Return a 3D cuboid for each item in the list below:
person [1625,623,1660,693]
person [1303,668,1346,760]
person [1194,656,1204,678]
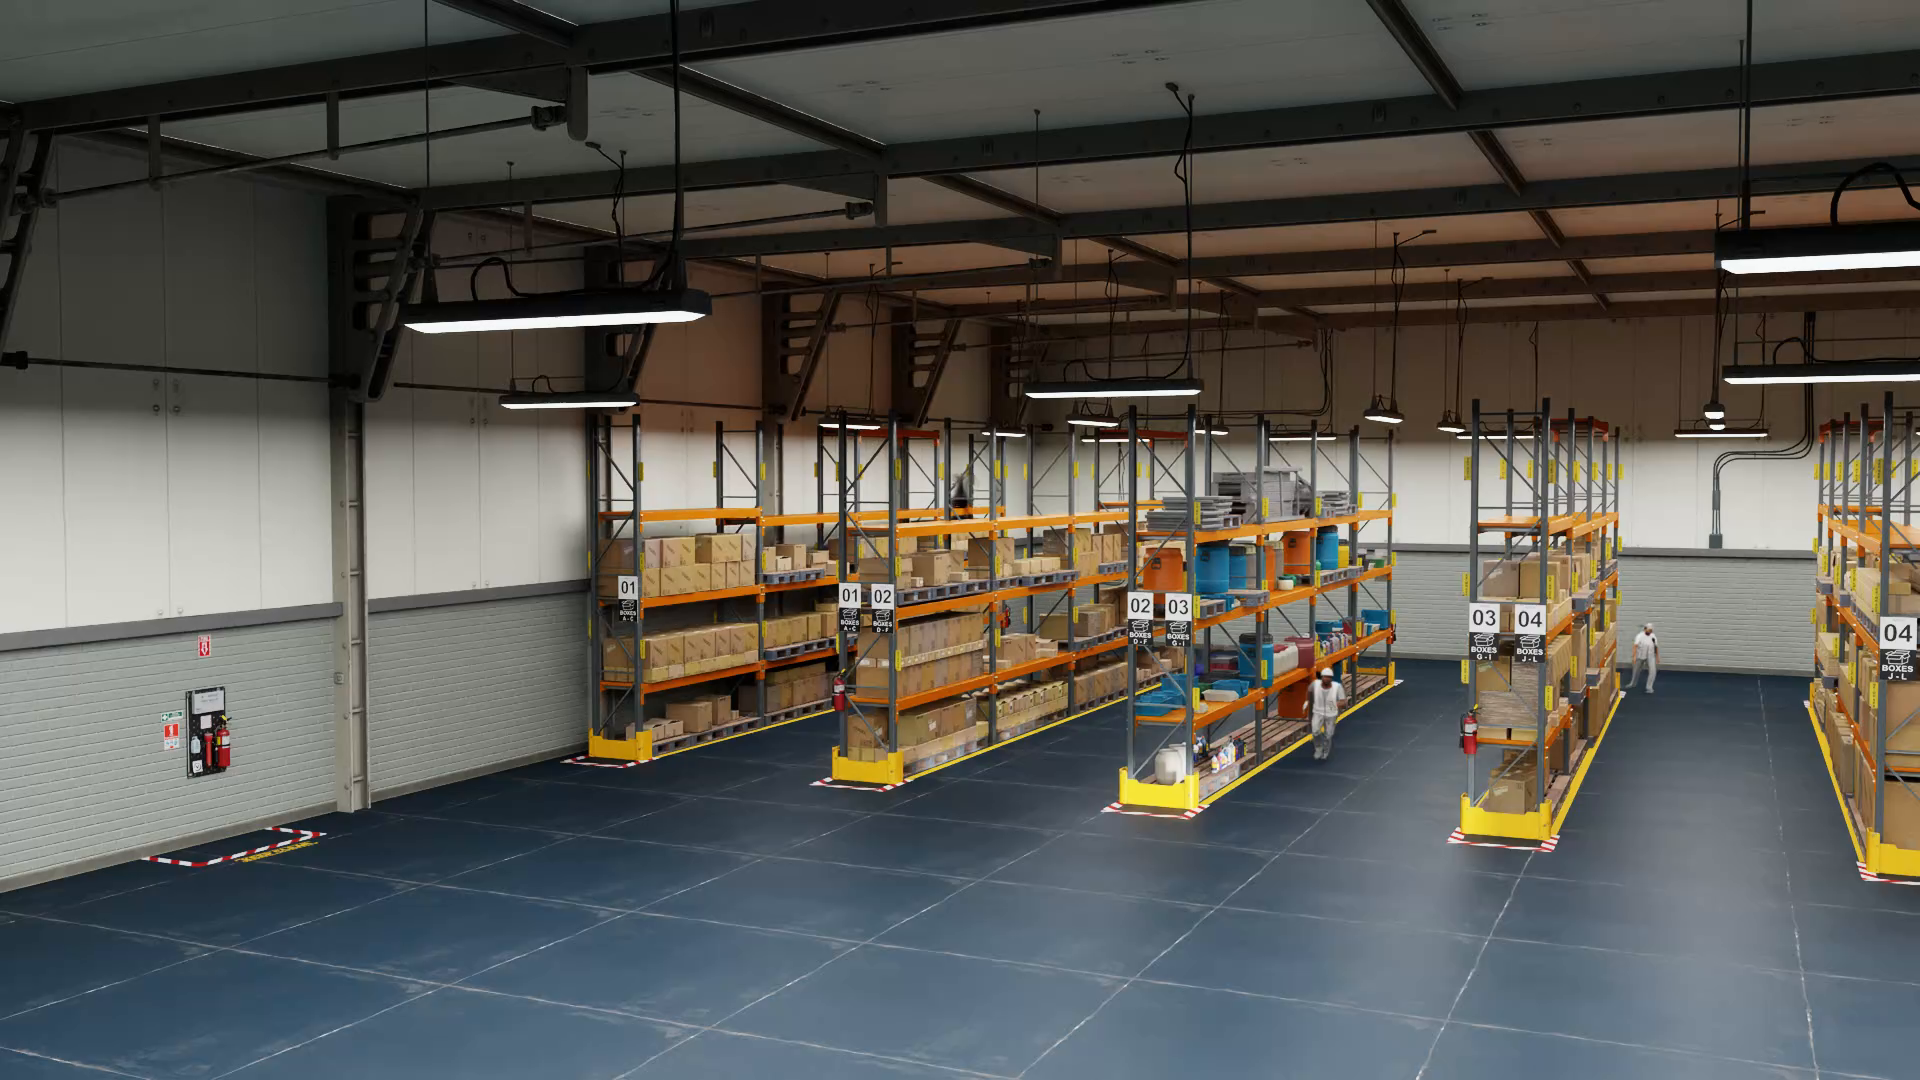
[{"bbox_3d":[15.566,2.657,37.824,0.646,1.590,0.839,0,2,3],"label":"person"},{"bbox_3d":[6.244,2.985,28.512,0.720,1.642,0.969,0,2,11],"label":"person"},{"bbox_3d":[4.637,2.919,32.184,0.582,1.479,1.042,2,3,41],"label":"person"}]
